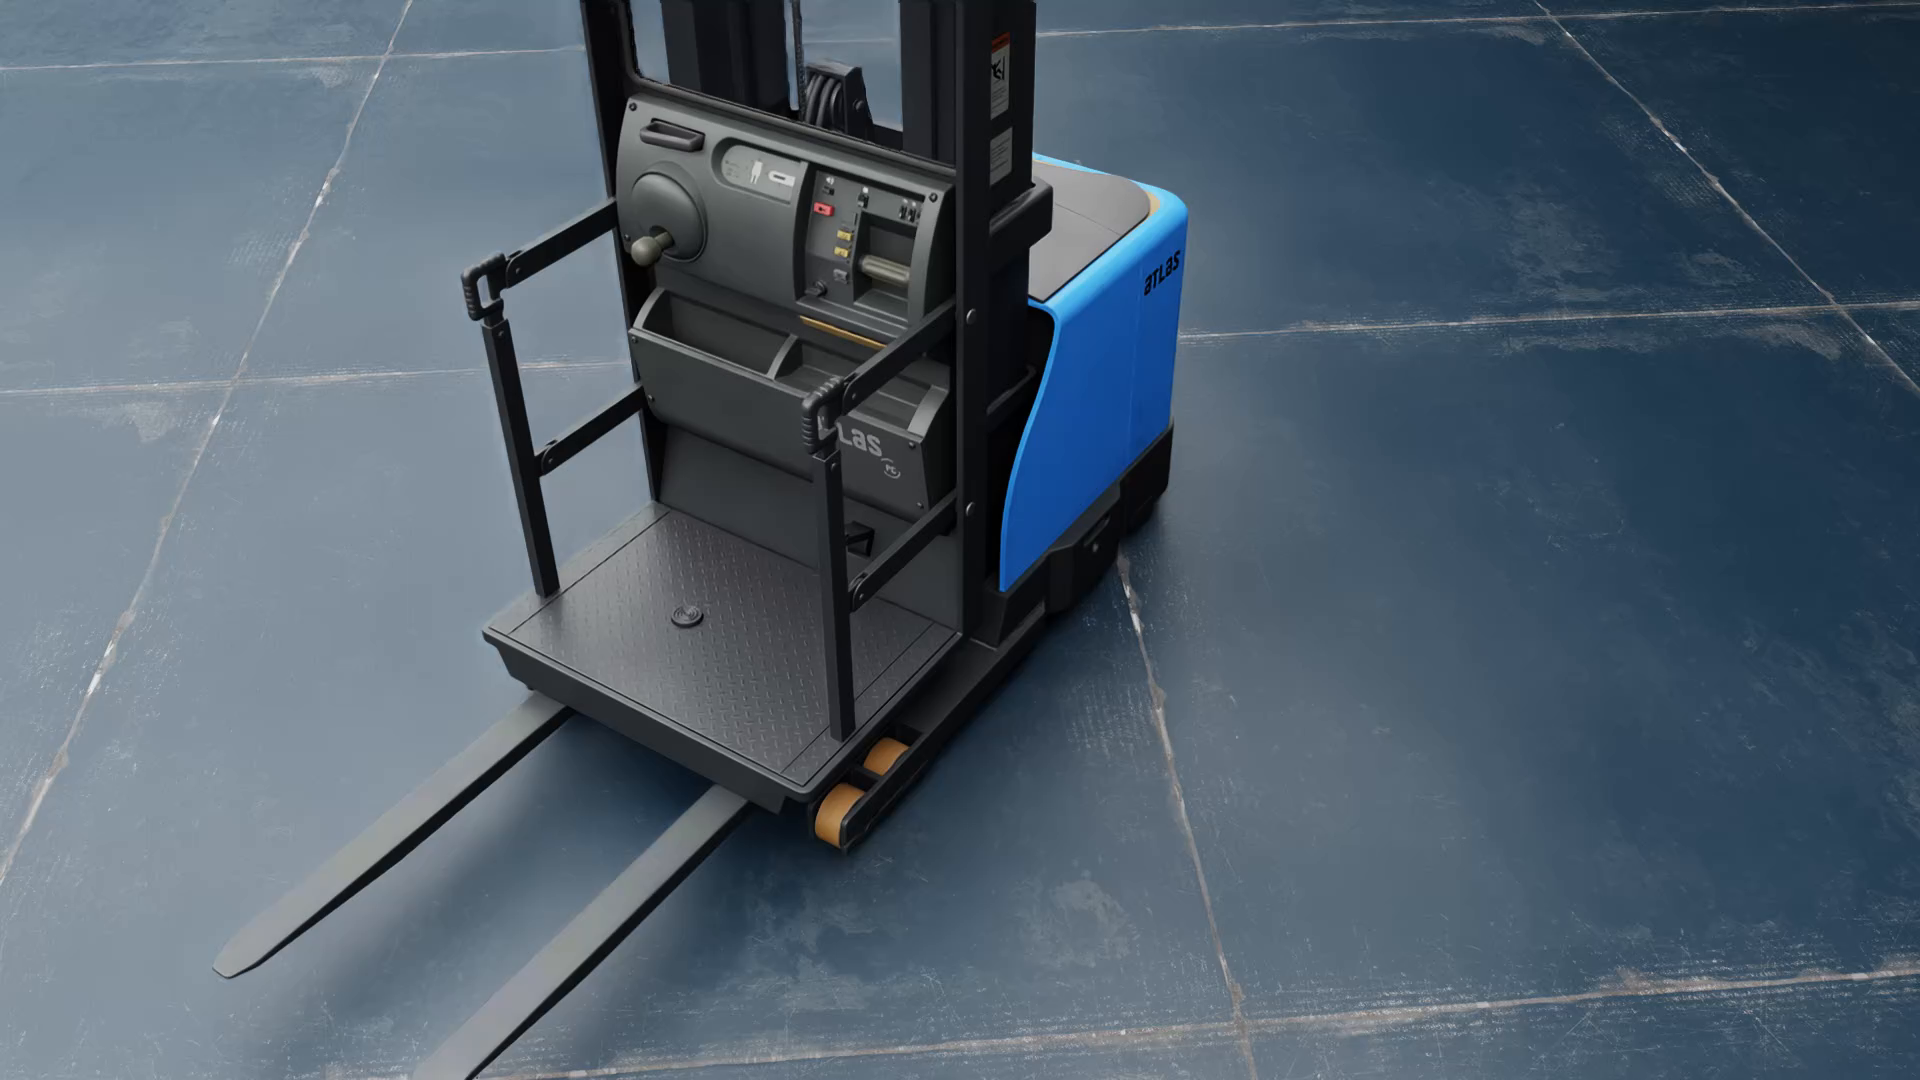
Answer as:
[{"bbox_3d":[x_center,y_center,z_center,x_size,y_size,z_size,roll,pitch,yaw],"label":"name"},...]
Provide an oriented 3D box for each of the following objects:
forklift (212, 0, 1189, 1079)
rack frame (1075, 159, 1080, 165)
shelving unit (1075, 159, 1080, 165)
[{"bbox_3d":[-0.555,-0.700,3.770,1.130,2.935,3.031,22,43,25],"label":"forklift"},{"bbox_3d":[0.435,-0.808,5.548,0.006,0.900,0.240,-20,43,-24],"label":"rack frame"},{"bbox_3d":[0.348,-0.776,5.507,0.210,0.900,0.258,-20,43,-24],"label":"shelving unit"}]
